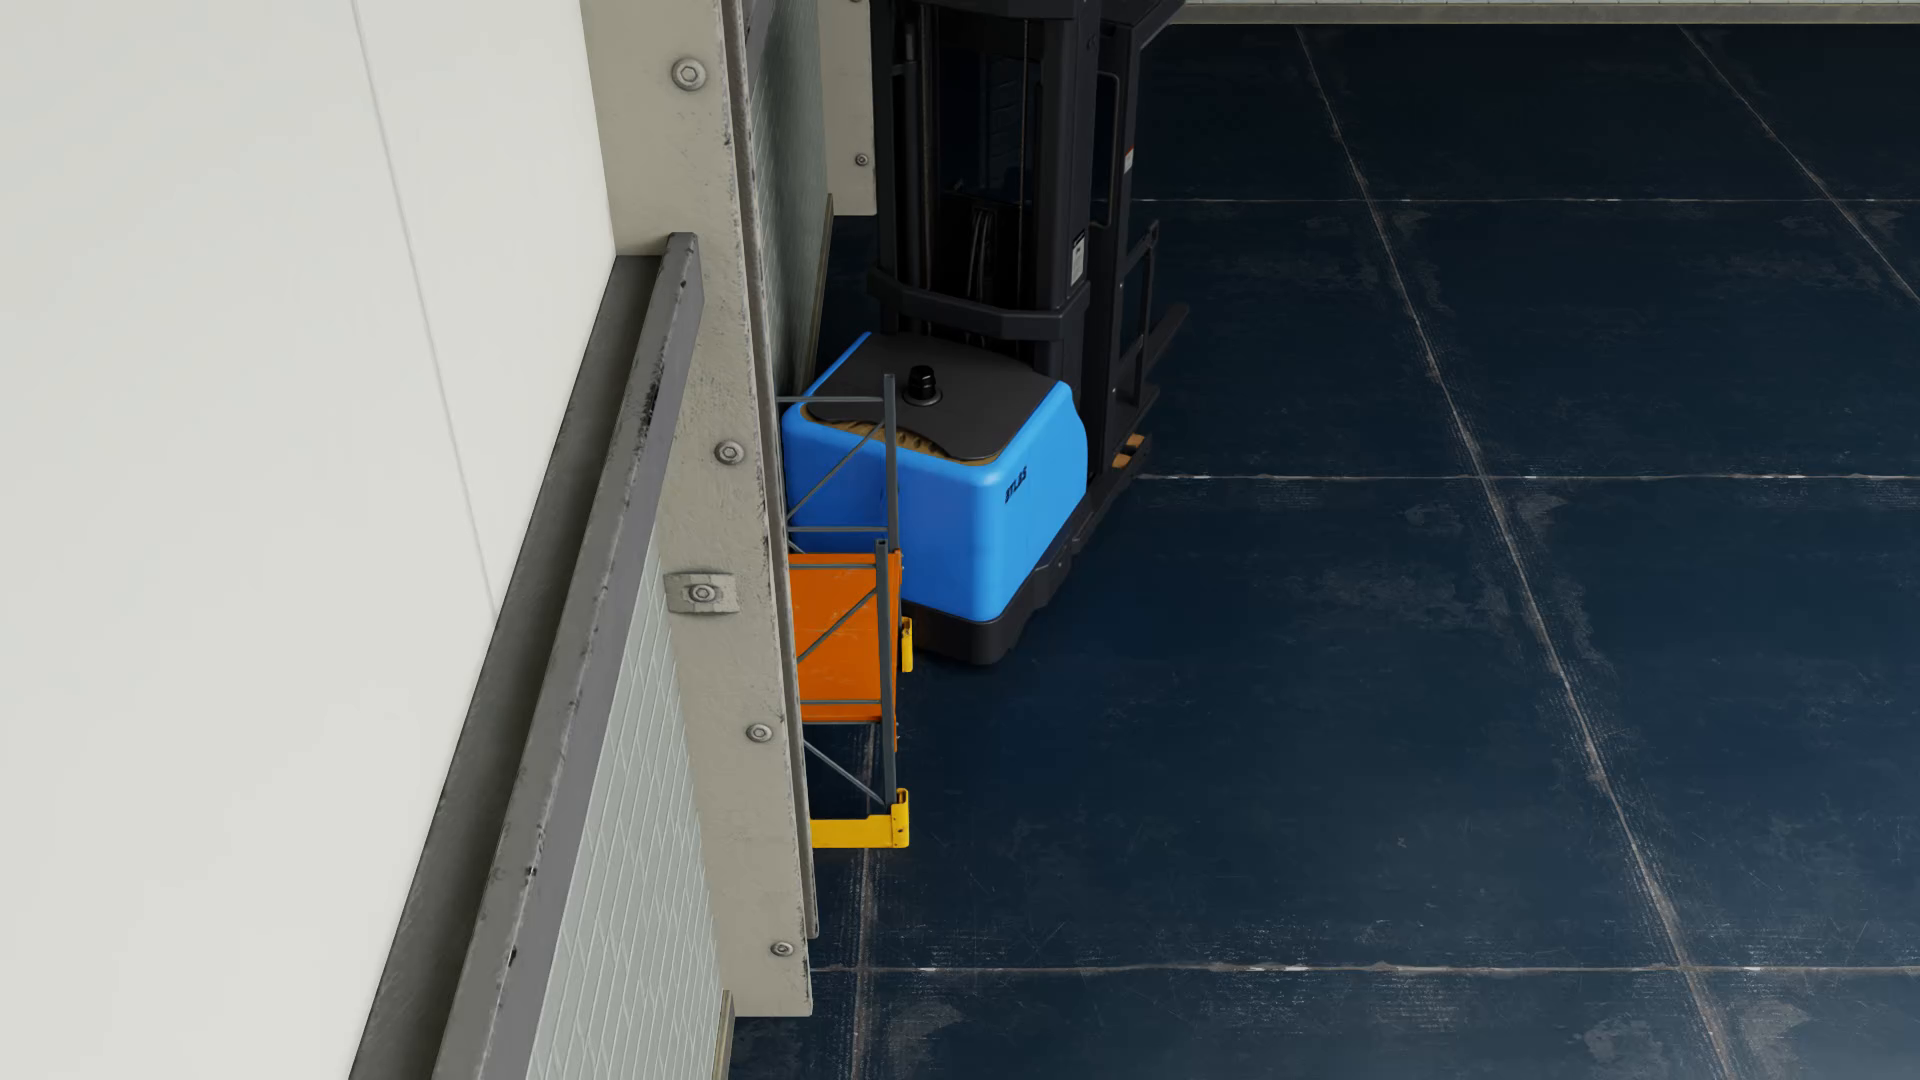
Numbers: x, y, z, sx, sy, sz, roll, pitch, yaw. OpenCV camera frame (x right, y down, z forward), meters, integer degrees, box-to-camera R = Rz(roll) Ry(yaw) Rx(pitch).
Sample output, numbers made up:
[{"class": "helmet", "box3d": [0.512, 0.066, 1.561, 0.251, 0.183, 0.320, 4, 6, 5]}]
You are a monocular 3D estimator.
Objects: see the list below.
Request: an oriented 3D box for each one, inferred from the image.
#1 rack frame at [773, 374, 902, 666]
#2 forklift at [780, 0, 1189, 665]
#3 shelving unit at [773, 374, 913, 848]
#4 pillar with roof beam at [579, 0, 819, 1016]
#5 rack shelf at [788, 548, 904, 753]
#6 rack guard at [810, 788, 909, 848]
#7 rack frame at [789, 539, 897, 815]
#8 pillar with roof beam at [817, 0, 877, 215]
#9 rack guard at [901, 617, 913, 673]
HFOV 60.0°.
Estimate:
[{"class": "rack frame", "box3d": [-0.502, -0.042, 6.849, 0.500, 1.500, 0.032, 0, 39, 0]}, {"class": "forklift", "box3d": [0.324, -1.517, 7.545, 1.130, 2.935, 3.031, 17, 42, 20]}, {"class": "shelving unit", "box3d": [-0.498, 0.281, 6.445, 0.587, 1.500, 1.083, 0, 39, 0]}, {"class": "pillar with roof beam", "box3d": [3.625, -1.952, 3.236, 9.100, 9.000, 0.400, 0, 39, 0]}, {"class": "rack shelf", "box3d": [-0.498, 0.416, 6.565, 0.538, 0.185, 1.000, 0, 39, 0]}, {"class": "rack guard", "box3d": [-0.494, 1.080, 6.447, 0.587, 0.250, 0.087, 0, 39, 0]}, {"class": "rack frame", "box3d": [-0.494, 0.594, 6.056, 0.500, 1.500, 0.032, 0, 39, 0]}, {"class": "pillar with roof beam", "box3d": [3.618, -5.704, 7.918, 9.100, 9.000, 0.400, 0, 39, 0]}, {"class": "rack guard", "box3d": [-0.502, 0.458, 7.225, 0.587, 0.250, 0.087, 0, 39, 0]}]
